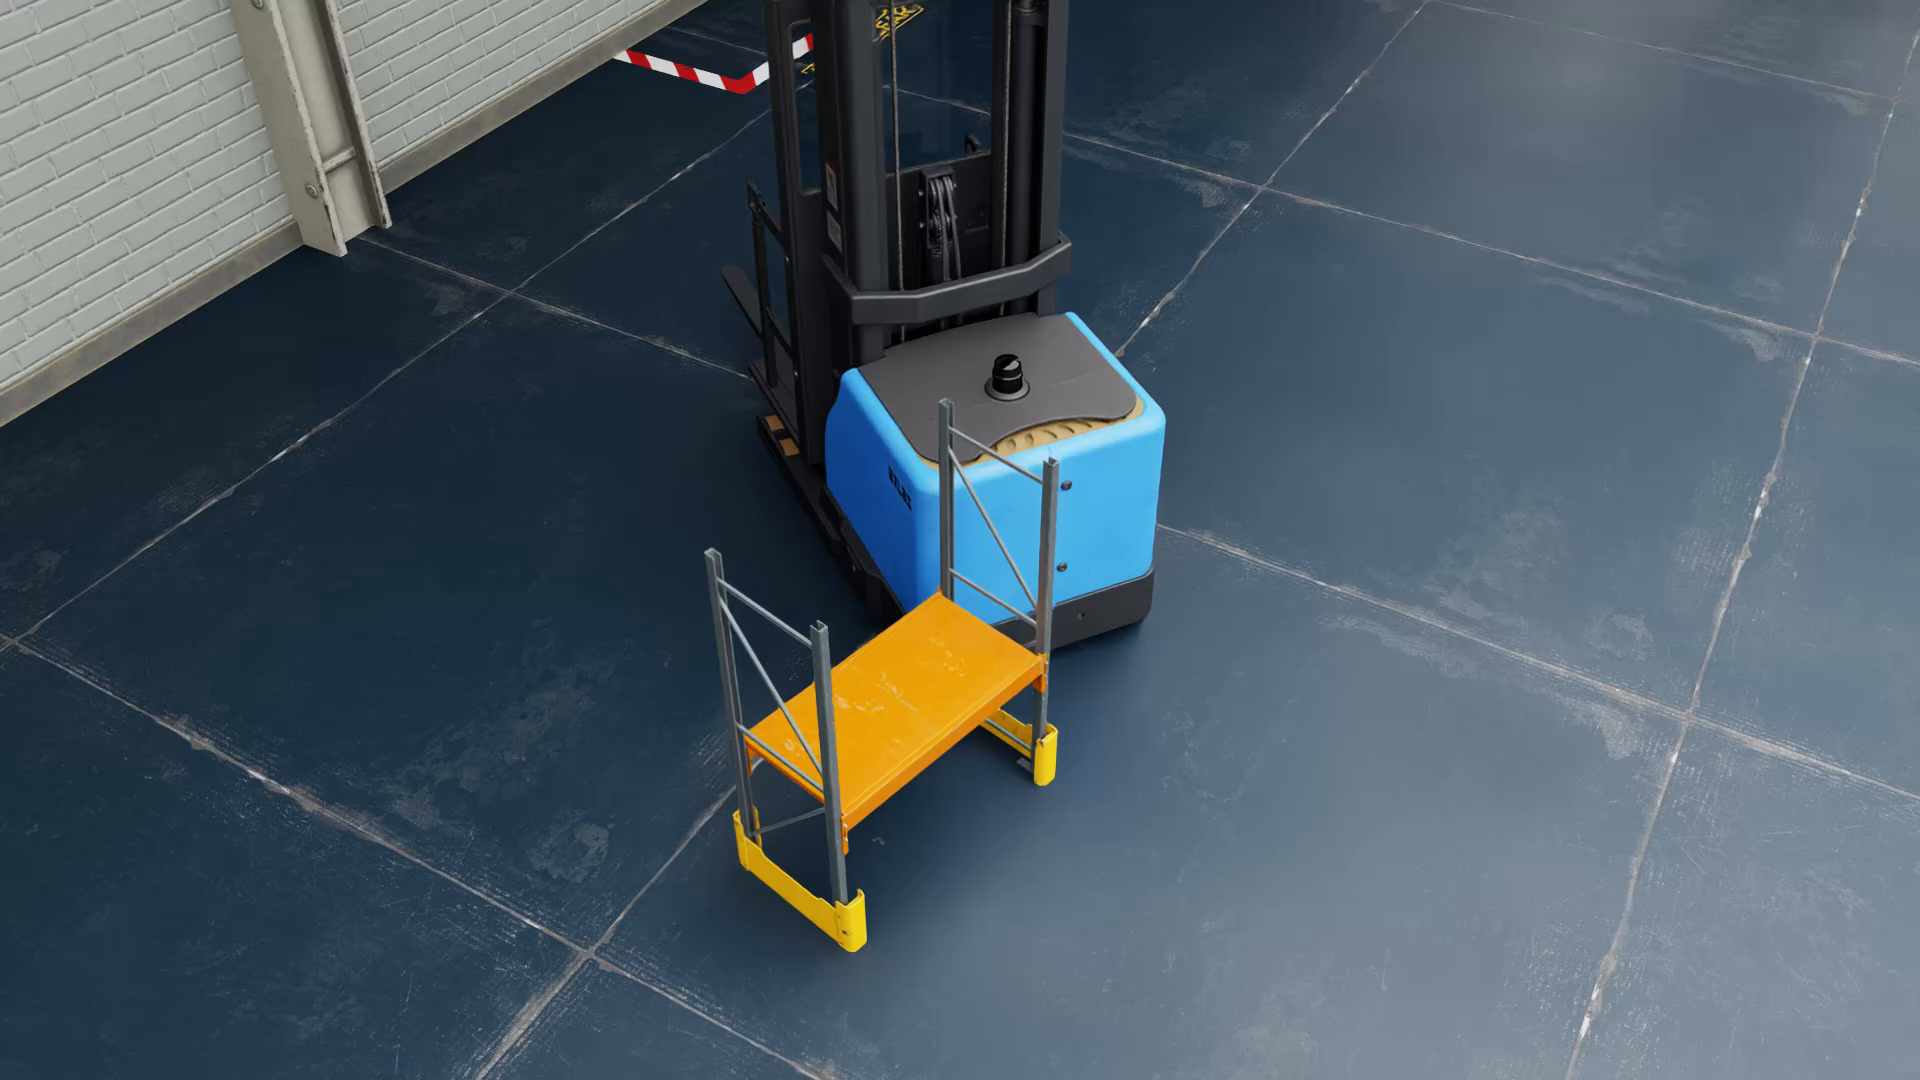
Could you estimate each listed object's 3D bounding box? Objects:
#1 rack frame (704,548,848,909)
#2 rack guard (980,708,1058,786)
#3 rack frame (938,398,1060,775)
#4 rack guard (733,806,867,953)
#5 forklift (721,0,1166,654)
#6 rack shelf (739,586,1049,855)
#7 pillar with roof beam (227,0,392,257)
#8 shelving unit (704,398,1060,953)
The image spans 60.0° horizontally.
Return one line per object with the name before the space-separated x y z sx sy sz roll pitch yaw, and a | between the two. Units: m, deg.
rack frame | -0.567 0.704 5.315 0.500 1.500 0.032 31 50 31
rack guard | 0.121 0.680 6.288 0.587 0.250 0.087 31 50 31
rack frame | 0.122 0.211 5.876 0.500 1.500 0.032 31 50 31
rack guard | -0.554 1.164 5.739 0.587 0.250 0.087 31 50 31
forklift | -0.287 -1.510 6.747 1.130 2.935 3.031 -17 44 -18
rack shelf | -0.223 0.592 5.715 0.538 0.185 1.000 31 50 31
pillar with roof beam | 0.345 -3.646 4.582 9.100 9.000 0.400 21 45 22
shelving unit | -0.216 0.453 5.601 0.587 1.500 1.083 31 50 31
